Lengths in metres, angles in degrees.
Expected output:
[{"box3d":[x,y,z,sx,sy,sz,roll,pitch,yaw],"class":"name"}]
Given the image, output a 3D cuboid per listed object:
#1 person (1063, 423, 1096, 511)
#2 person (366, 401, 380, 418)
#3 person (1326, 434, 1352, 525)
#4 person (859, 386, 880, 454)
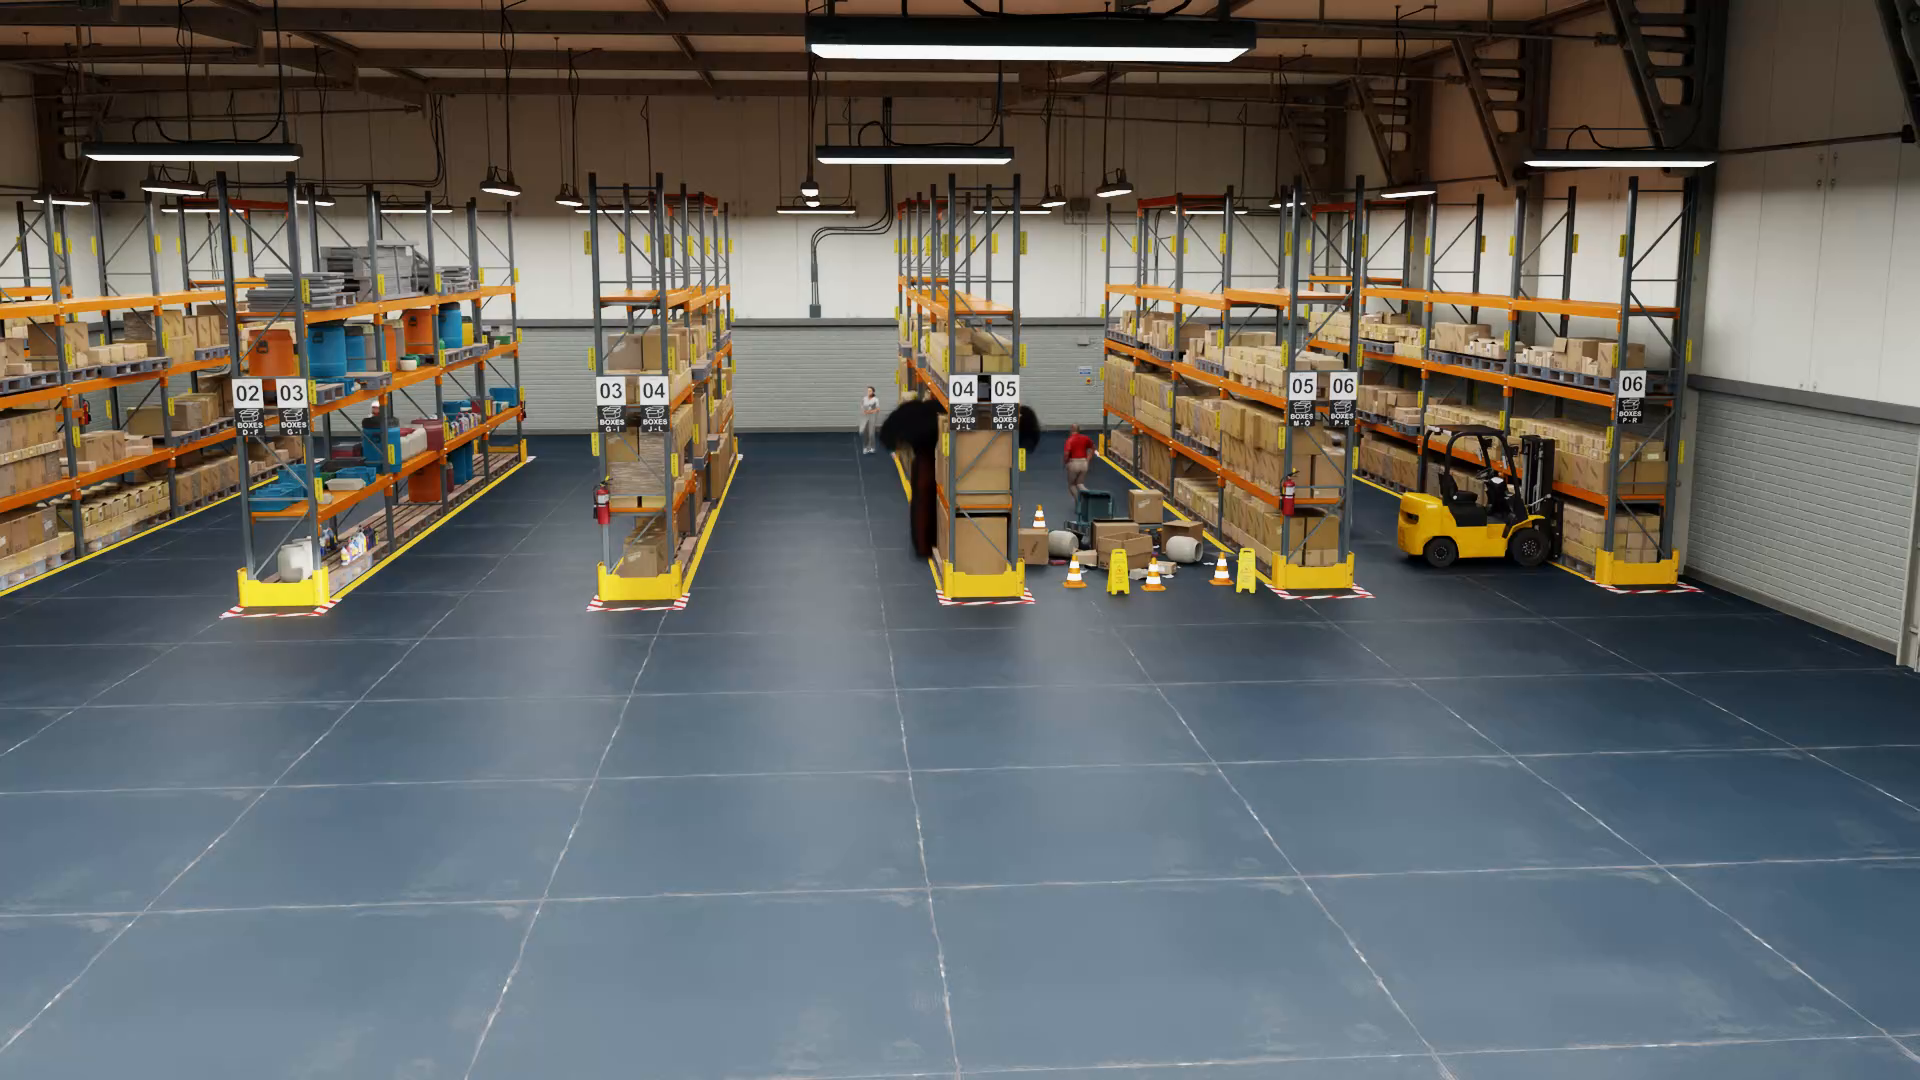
[{"box3d":[2.295,-1.379,31.737,0.704,1.679,0.611,-5,11,-24],"class":"person"},{"box3d":[-12.442,-2.094,35.451,0.651,1.734,0.647,-1,10,-5],"class":"person"},{"box3d":[6.829,-1.059,30.005,0.597,1.643,0.942,-2,10,-10],"class":"person"},{"box3d":[-2.193,-2.913,40.501,0.553,1.673,0.643,4,11,21],"class":"person"}]
